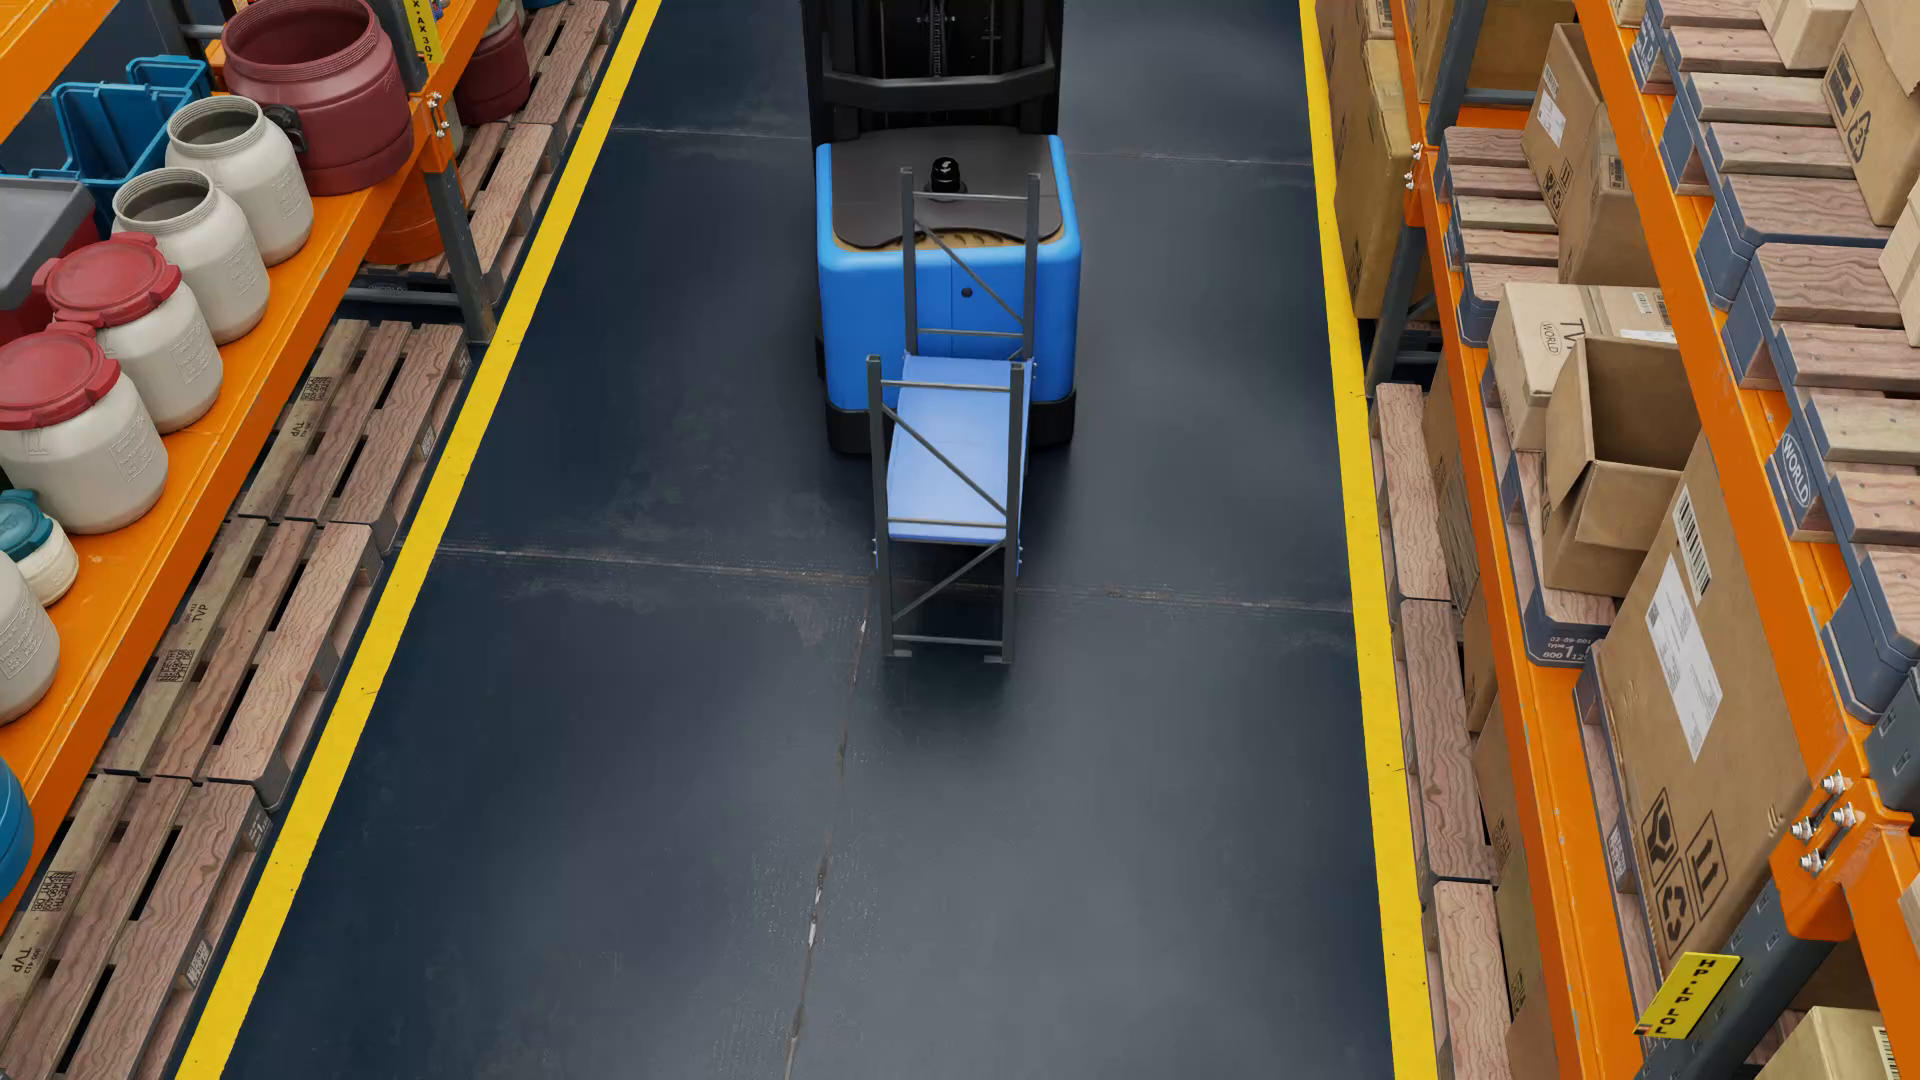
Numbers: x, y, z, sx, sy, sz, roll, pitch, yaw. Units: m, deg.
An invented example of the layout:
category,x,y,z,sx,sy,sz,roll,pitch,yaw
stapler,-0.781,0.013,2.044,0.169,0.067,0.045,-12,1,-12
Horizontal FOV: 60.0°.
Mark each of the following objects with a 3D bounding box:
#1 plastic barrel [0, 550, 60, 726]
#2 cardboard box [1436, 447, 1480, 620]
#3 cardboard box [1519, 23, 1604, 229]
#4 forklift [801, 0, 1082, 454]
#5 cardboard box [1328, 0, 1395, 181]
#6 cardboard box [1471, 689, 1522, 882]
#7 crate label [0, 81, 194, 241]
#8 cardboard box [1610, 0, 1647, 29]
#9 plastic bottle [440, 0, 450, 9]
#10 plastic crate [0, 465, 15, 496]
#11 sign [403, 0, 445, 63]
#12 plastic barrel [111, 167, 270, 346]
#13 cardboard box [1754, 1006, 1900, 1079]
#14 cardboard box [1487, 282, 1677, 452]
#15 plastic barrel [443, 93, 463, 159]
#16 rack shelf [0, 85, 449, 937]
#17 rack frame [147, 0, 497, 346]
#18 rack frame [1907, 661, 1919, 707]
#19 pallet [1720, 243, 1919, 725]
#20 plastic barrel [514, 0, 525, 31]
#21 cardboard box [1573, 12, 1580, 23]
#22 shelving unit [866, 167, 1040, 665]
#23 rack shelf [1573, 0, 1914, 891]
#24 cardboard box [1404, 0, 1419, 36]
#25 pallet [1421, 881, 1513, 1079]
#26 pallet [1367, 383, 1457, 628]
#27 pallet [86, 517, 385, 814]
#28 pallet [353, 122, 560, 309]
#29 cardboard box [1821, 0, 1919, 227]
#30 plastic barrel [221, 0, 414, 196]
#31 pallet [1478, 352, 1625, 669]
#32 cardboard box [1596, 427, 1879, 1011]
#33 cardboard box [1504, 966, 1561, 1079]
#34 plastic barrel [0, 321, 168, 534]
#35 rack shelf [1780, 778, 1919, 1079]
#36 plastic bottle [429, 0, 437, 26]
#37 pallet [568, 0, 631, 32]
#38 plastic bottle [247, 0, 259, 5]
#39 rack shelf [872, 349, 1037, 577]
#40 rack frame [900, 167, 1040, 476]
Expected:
category,x,y,z,sx,sy,sz,roll,pitch,yaw
plastic barrel,-2.696,0.228,4.443,0.433,0.535,0.433,0,48,0
cardboard box,2.216,-0.047,6.182,0.700,0.500,0.500,0,48,0
cardboard box,2.286,-1.420,5.690,0.500,0.500,0.500,-1,48,-1
forklift,-0.130,-2.439,7.021,1.130,2.935,3.031,-3,48,-3
cardboard box,2.468,-2.229,7.937,1.225,0.875,0.875,4,48,4
cardboard box,2.121,0.780,5.425,0.700,0.500,0.500,0,48,0
crate label,-2.997,-1.277,5.888,0.502,0.435,0.616,4,48,4
cardboard box,1.914,-1.522,4.204,0.500,0.250,0.500,5,48,4
plastic bottle,-2.229,-2.361,7.038,0.097,0.201,0.097,0,48,0
plastic crate,-3.124,-0.265,5.129,0.450,0.188,0.662,4,48,4
sign,-2.089,-2.001,6.462,0.100,0.325,0.005,4,48,4
plastic barrel,-2.557,-0.935,5.523,0.421,0.512,0.421,0,48,0
cardboard box,1.636,1.137,2.756,0.500,0.500,0.500,4,48,4
cardboard box,1.913,-0.519,5.035,0.500,0.250,0.500,3,48,2
plastic barrel,-2.647,-2.061,8.030,0.421,0.512,0.421,0,48,0
rack shelf,-2.819,-0.265,5.473,1.077,0.370,4.000,4,48,4
rack frame,-2.637,-1.977,6.552,1.000,3.000,0.127,4,48,4
rack frame,1.931,-0.730,1.345,1.000,3.000,0.127,4,48,4
pallet,2.093,-0.100,2.929,1.213,0.211,1.003,4,48,4
plastic barrel,-2.544,-2.891,8.789,0.421,0.512,0.421,0,48,0
cardboard box,2.610,-2.017,6.520,0.500,0.500,0.500,5,48,5
shelving unit,-0.005,-0.431,6.154,0.538,1.500,1.048,3,48,3
rack shelf,2.113,-0.944,4.061,1.077,0.370,4.000,4,48,4
cardboard box,2.145,-2.423,6.892,0.500,0.500,0.500,3,48,3
pallet,2.000,1.664,5.111,1.003,0.211,1.213,4,48,4
pallet,2.223,-0.129,6.751,1.003,0.211,1.213,4,48,4
pallet,-2.860,0.424,6.245,1.003,0.211,1.213,4,48,4
pallet,-2.607,-1.618,8.113,1.003,0.211,1.213,4,48,4
cardboard box,2.157,-0.925,3.202,0.797,0.503,0.637,6,48,5
plastic barrel,-2.378,-1.662,6.171,0.600,0.536,0.708,4,48,4
pallet,2.156,-0.122,4.985,1.003,0.211,1.213,4,48,4
cardboard box,2.142,0.376,3.708,1.000,1.000,1.000,4,48,4
cardboard box,2.008,1.541,4.730,0.700,0.500,0.500,1,48,1
plastic barrel,-2.629,-0.311,4.936,0.433,0.535,0.433,0,48,0
rack shelf,1.748,1.995,1.373,1.077,0.370,4.000,4,48,4
plastic bottle,-2.276,-2.232,6.868,0.152,0.276,0.135,4,48,4
pallet,-2.384,-3.411,9.753,1.003,0.211,1.213,4,48,4
plastic bottle,-2.996,-2.320,7.000,0.097,0.201,0.097,0,48,0
rack shelf,-0.005,-0.309,6.286,0.538,0.185,1.000,3,48,3
rack frame,0.037,-0.805,6.495,0.500,1.500,0.032,3,48,3
